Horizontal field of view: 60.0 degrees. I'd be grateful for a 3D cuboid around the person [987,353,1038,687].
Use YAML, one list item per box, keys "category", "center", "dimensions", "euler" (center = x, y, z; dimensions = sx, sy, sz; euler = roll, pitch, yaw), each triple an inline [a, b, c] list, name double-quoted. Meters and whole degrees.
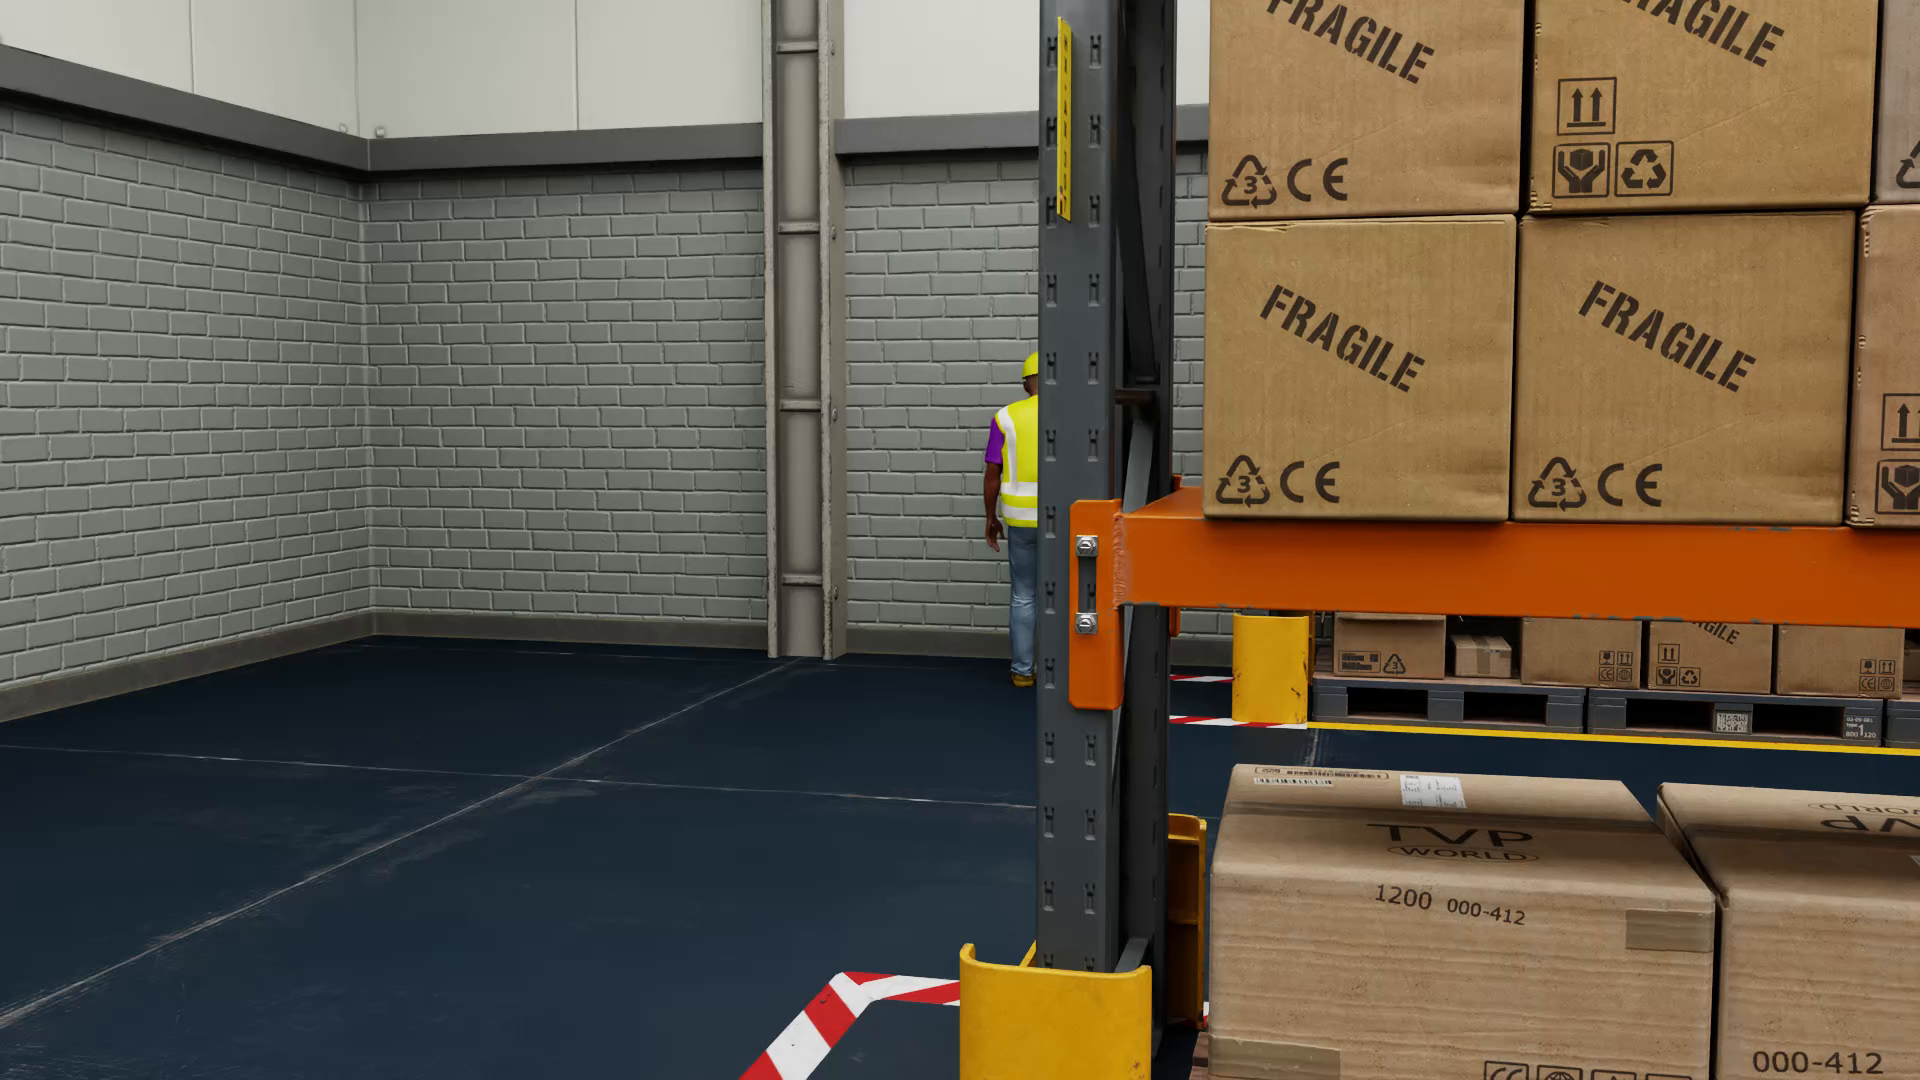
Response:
- category: "person"
  center: [0.458, -0.110, 8.736]
  dimensions: [0.627, 1.760, 0.458]
  euler: [1, 5, 11]
